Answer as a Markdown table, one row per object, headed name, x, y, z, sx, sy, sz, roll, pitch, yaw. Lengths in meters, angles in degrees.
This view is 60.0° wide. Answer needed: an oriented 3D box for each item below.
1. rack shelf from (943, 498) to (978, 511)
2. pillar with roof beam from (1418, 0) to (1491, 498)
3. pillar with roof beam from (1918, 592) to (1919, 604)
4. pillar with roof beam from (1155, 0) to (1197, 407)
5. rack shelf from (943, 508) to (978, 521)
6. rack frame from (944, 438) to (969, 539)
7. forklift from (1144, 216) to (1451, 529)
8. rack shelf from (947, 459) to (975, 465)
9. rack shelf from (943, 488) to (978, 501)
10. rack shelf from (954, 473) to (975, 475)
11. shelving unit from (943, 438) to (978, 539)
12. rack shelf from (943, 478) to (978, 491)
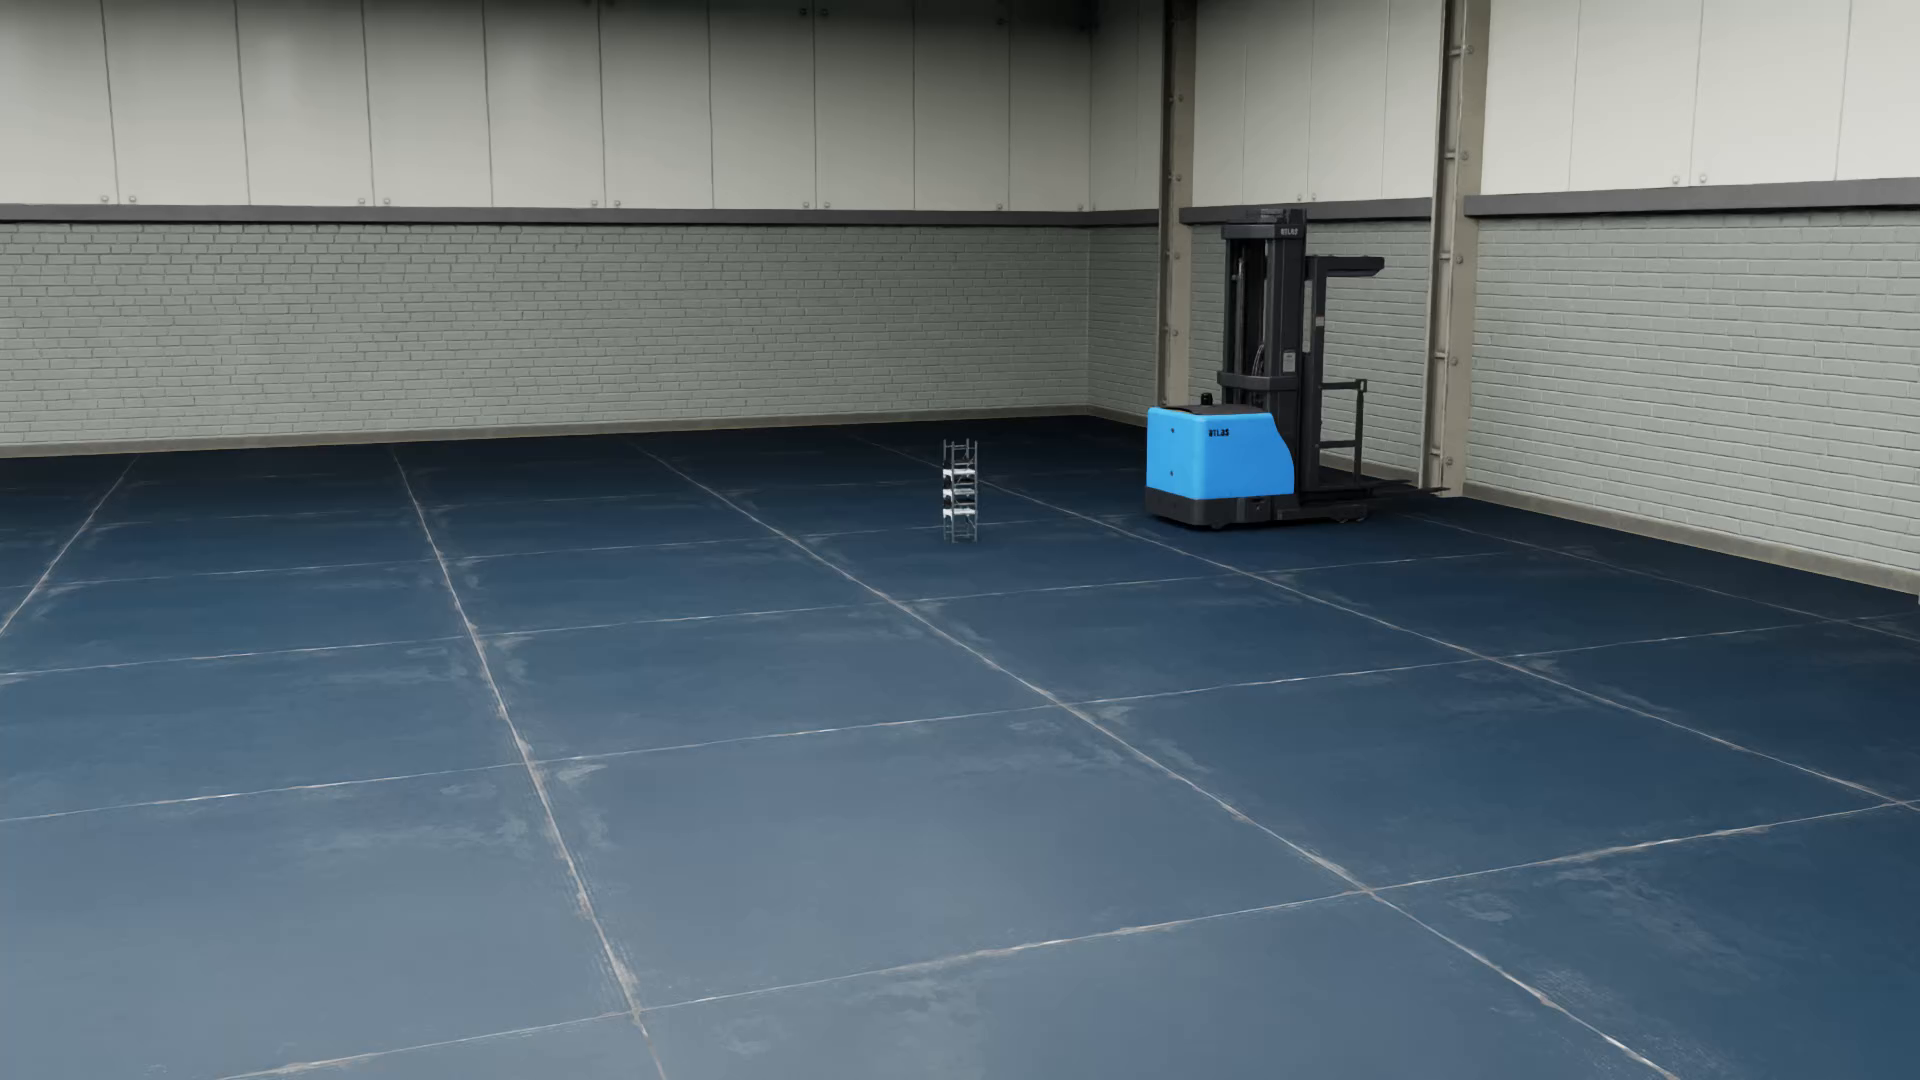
| name | x | y | z | sx | sy | sz | roll | pitch | yaw |
| --- | --- | --- | --- | --- | --- | --- | --- | --- | --- |
| rack shelf | 0.003 | -0.320 | 14.855 | 0.258 | 0.077 | 0.200 | -4 | 11 | -21 |
| pillar with roof beam | 1.093 | -4.642 | 15.321 | 9.100 | 9.000 | 0.400 | -4 | 11 | -21 |
| pillar with roof beam | 3.267 | -3.663 | 9.816 | 9.100 | 9.000 | 0.400 | -4 | 11 | -21 |
| pillar with roof beam | -1.081 | -5.621 | 20.827 | 9.100 | 9.000 | 0.400 | -4 | 11 | -21 |
| rack shelf | 0.003 | -0.232 | 14.871 | 0.258 | 0.077 | 0.200 | -4 | 11 | -21 |
| rack frame | -0.034 | -0.458 | 14.927 | 0.240 | 0.900 | 0.006 | -4 | 11 | -21 |
| forklift | 3.355 | -1.655 | 16.036 | 3.031 | 2.867 | 1.129 | -4 | 11 | -22 |
| rack shelf | 0.003 | -0.695 | 14.789 | 0.221 | 0.026 | 0.190 | -4 | 11 | -21 |
| rack shelf | 0.003 | -0.409 | 14.840 | 0.258 | 0.077 | 0.200 | -4 | 11 | -21 |
| rack shelf | 0.003 | -0.601 | 14.806 | 0.199 | 0.015 | 0.184 | -4 | 11 | -21 |
| shelving unit | 0.002 | -0.442 | 14.836 | 0.258 | 0.900 | 0.205 | -4 | 11 | -21 |
| rack shelf | 0.003 | -0.498 | 14.824 | 0.258 | 0.077 | 0.200 | -4 | 11 | -21 |
